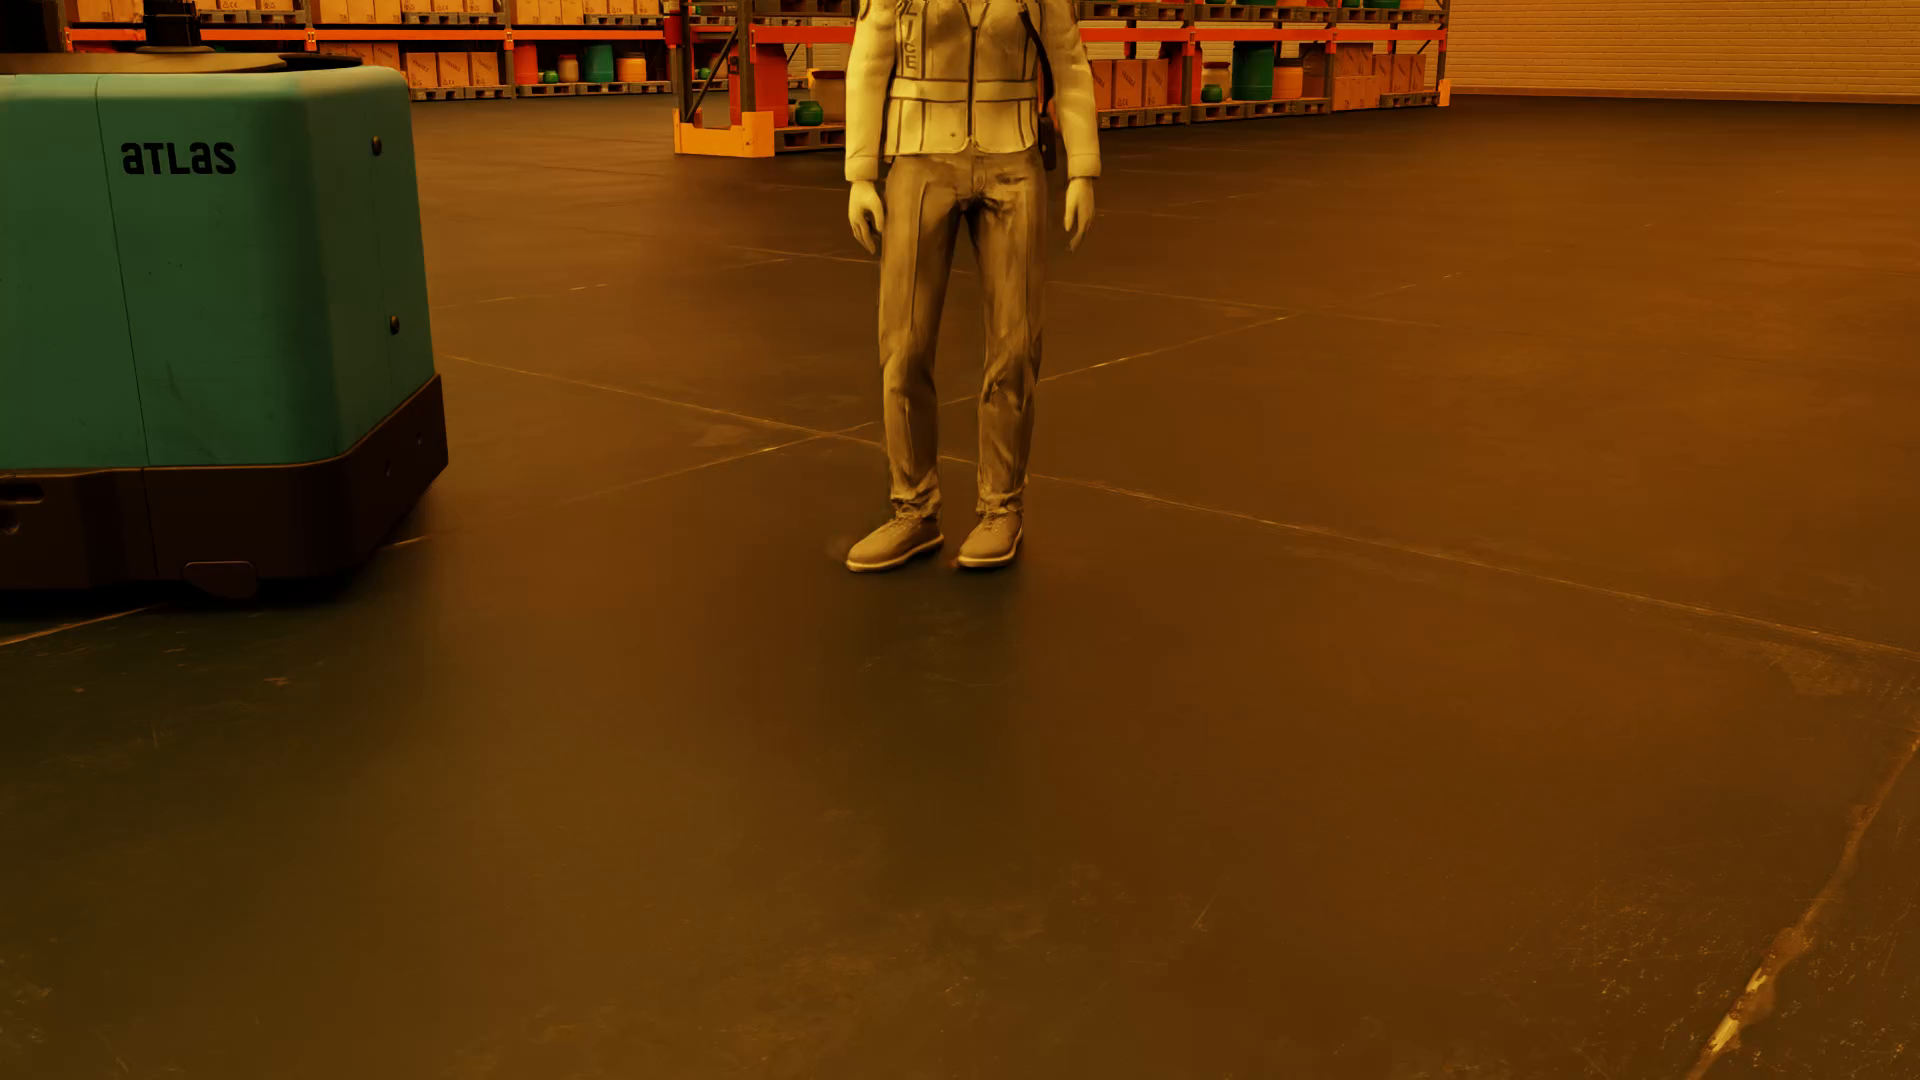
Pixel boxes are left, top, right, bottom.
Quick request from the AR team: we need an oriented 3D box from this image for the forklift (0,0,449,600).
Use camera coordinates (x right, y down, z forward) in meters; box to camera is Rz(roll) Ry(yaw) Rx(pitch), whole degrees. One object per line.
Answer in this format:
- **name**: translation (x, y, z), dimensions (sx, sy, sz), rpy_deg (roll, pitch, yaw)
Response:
- **forklift**: translation (-2.816, -1.375, 3.425), dimensions (3.031, 2.935, 1.130), rpy_deg (-1, 17, -4)

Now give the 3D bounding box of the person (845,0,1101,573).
- **person**: translation (0.020, -0.773, 3.642), dimensions (0.580, 1.660, 0.380), rpy_deg (-2, 17, -6)
